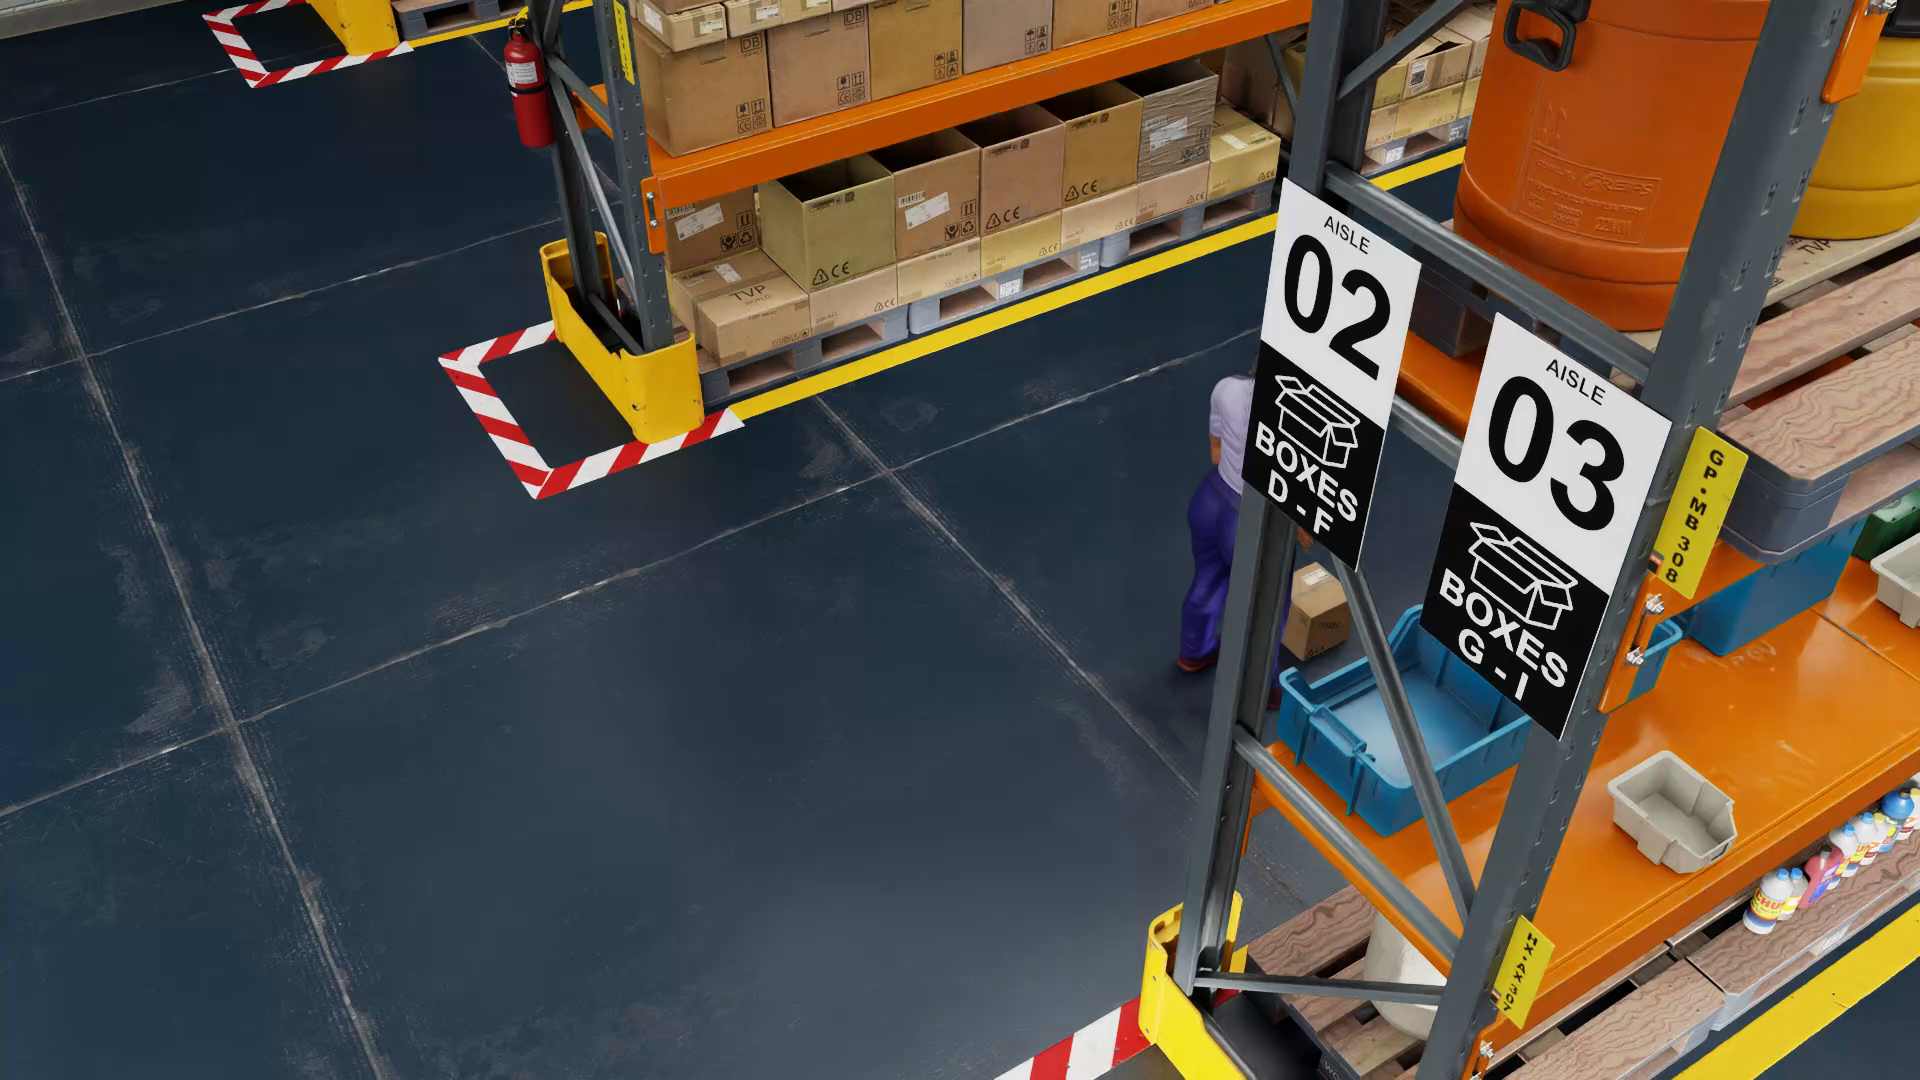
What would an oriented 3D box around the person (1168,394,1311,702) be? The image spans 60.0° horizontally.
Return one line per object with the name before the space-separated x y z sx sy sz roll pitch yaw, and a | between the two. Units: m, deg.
person | 1.062 -0.019 6.322 0.551 1.490 0.525 -22 46 -23
